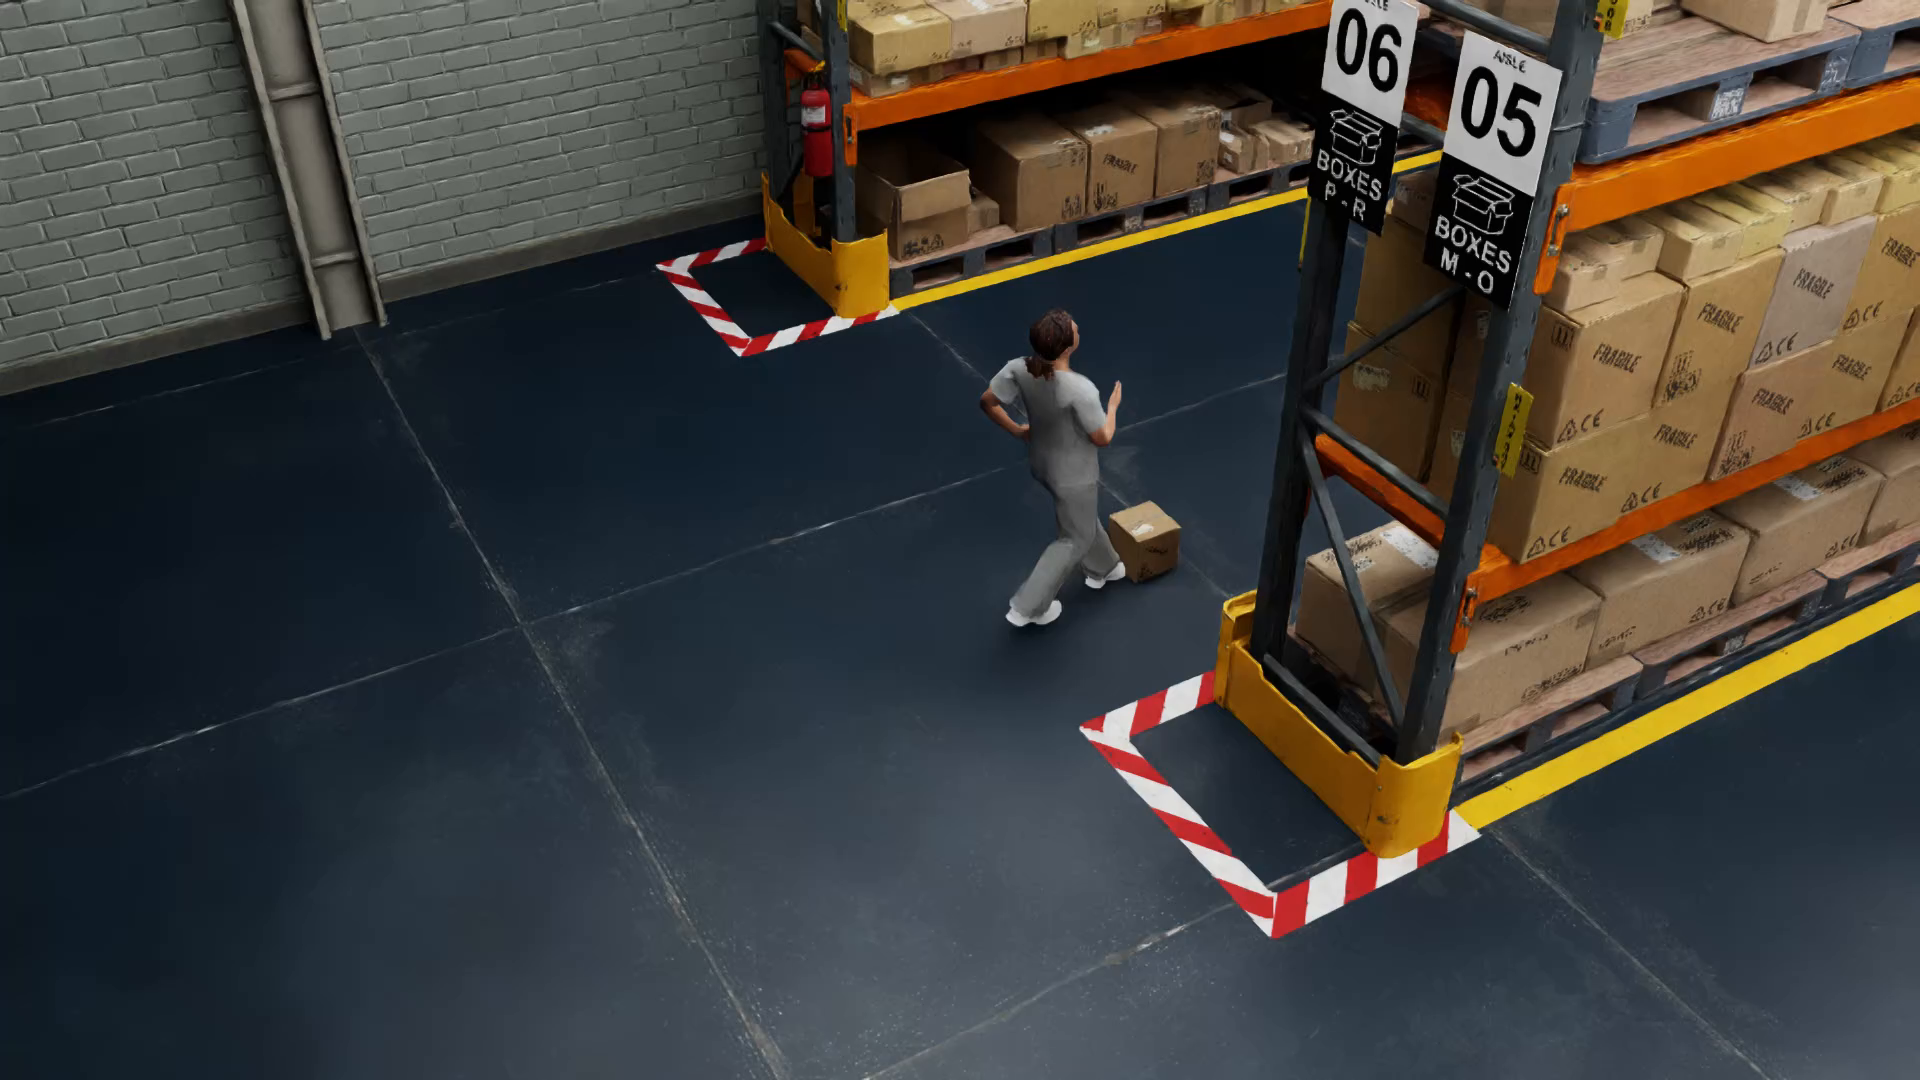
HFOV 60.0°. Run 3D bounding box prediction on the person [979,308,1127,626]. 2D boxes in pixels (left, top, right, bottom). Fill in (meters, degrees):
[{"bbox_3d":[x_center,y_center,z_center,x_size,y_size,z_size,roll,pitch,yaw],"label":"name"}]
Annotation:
[{"bbox_3d":[0.541,-0.339,7.414,0.792,1.649,0.527,-22,42,-26],"label":"person"}]
